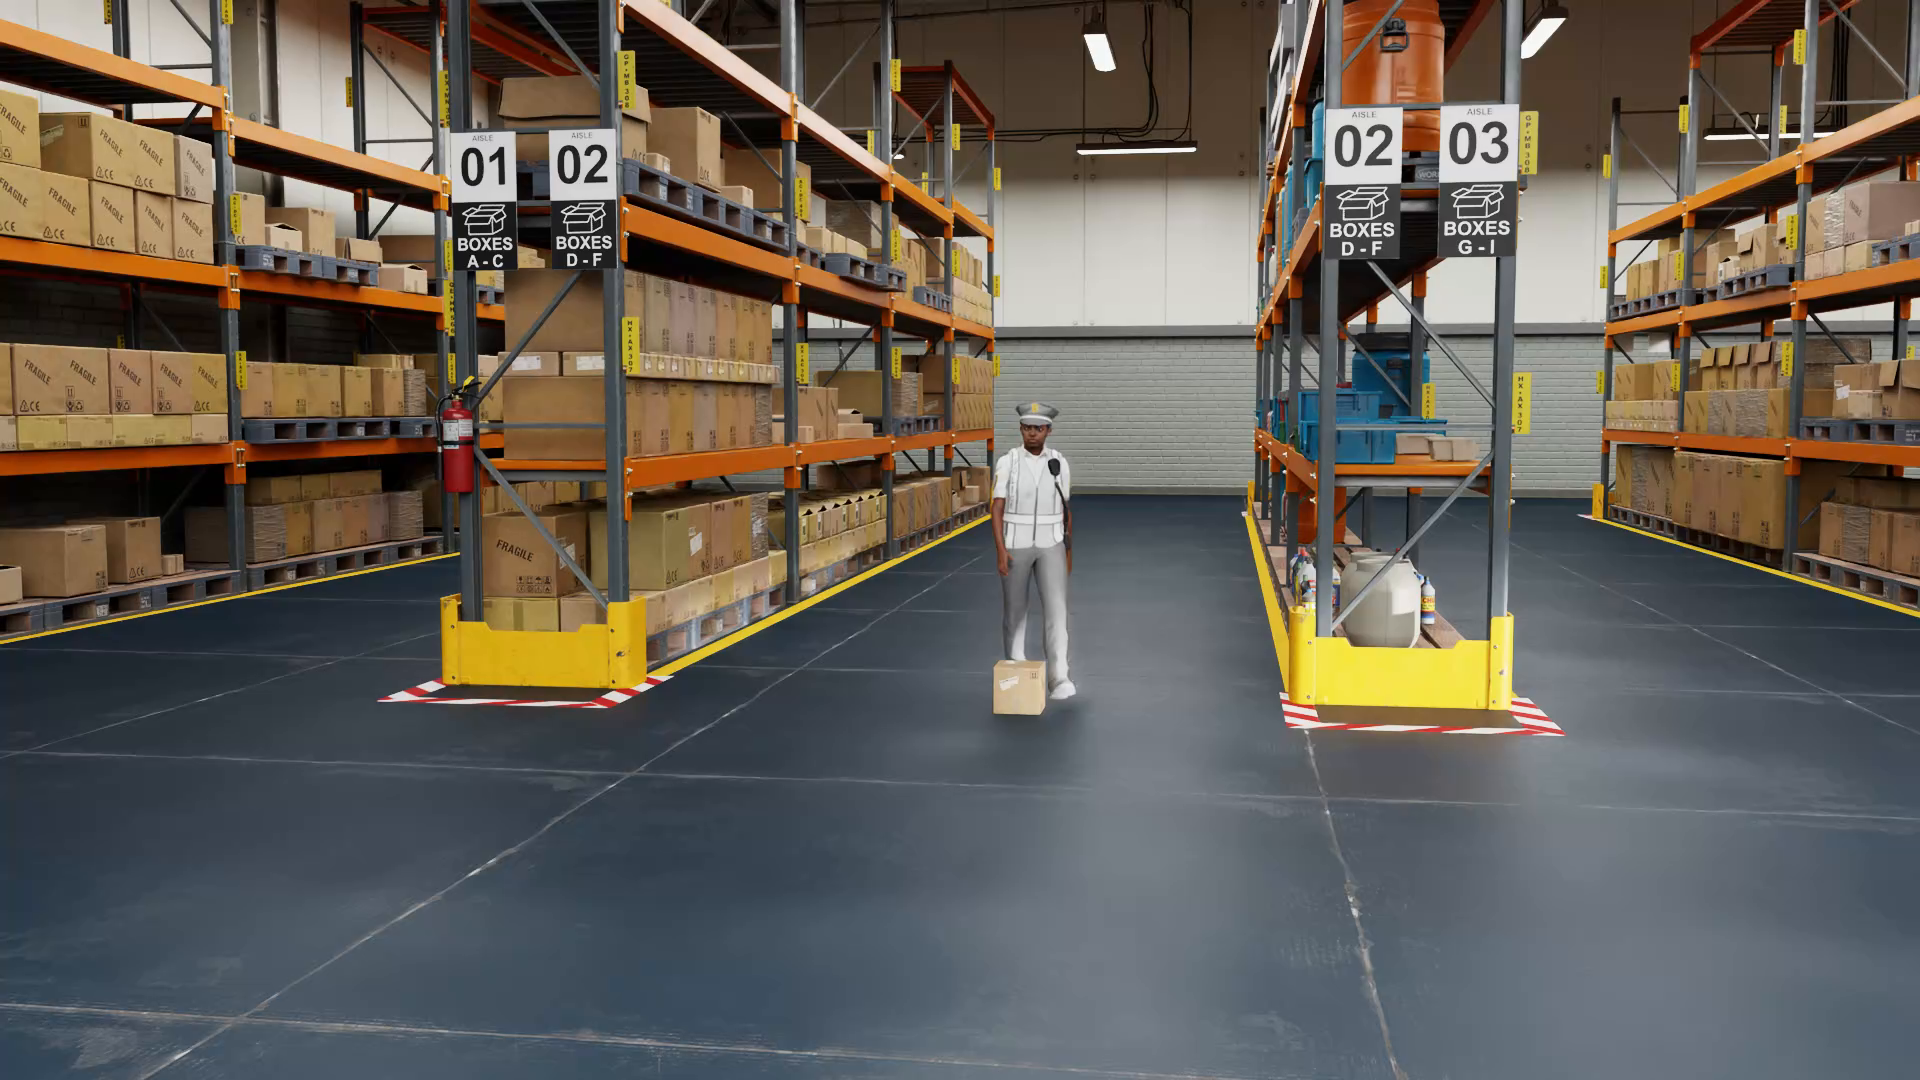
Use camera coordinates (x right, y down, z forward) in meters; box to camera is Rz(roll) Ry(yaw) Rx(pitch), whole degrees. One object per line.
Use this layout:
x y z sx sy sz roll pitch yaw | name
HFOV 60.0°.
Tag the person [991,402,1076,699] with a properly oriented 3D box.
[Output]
0.410 0.051 9.232 0.472 1.628 0.950 0 5 -2 | person
